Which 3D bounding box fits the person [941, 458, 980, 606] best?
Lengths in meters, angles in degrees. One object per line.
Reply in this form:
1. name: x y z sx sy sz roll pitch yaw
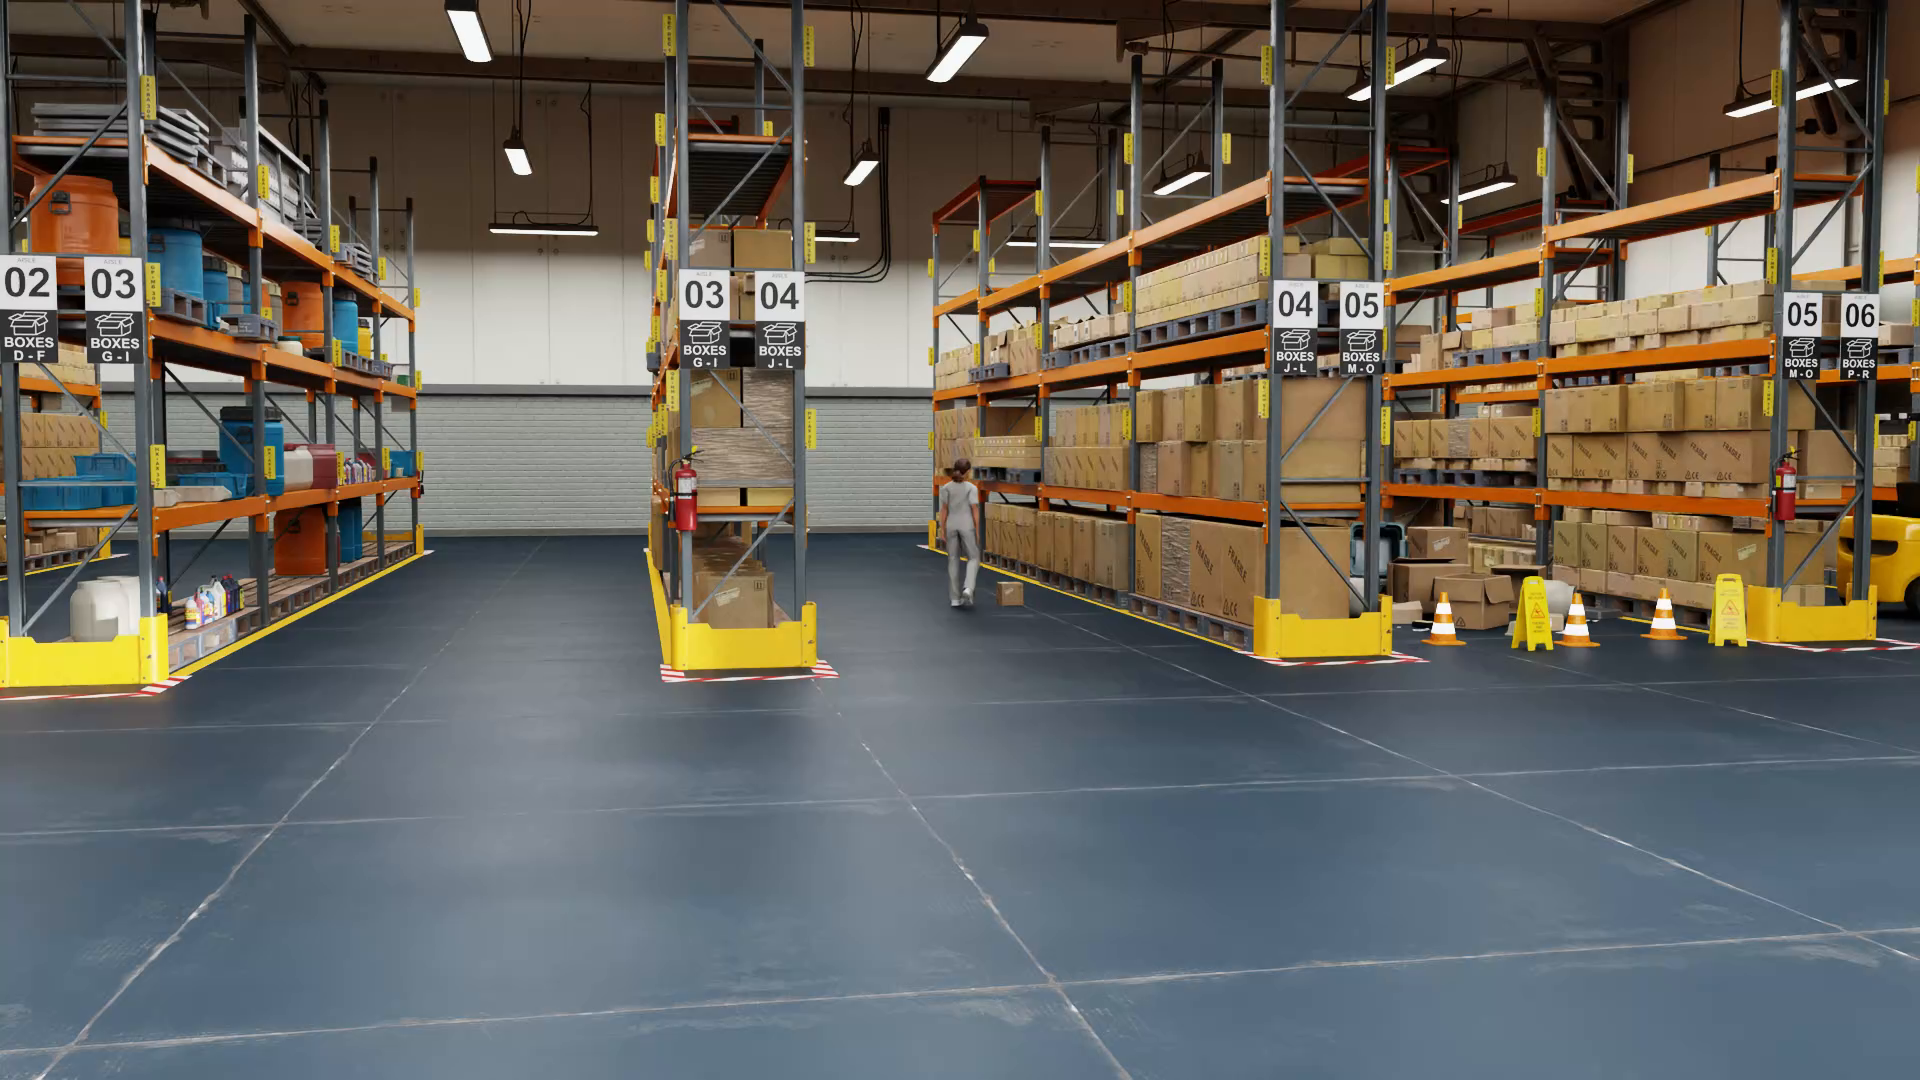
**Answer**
1. person: 0.005 -0.091 18.670 0.460 1.668 0.522 1 3 17
